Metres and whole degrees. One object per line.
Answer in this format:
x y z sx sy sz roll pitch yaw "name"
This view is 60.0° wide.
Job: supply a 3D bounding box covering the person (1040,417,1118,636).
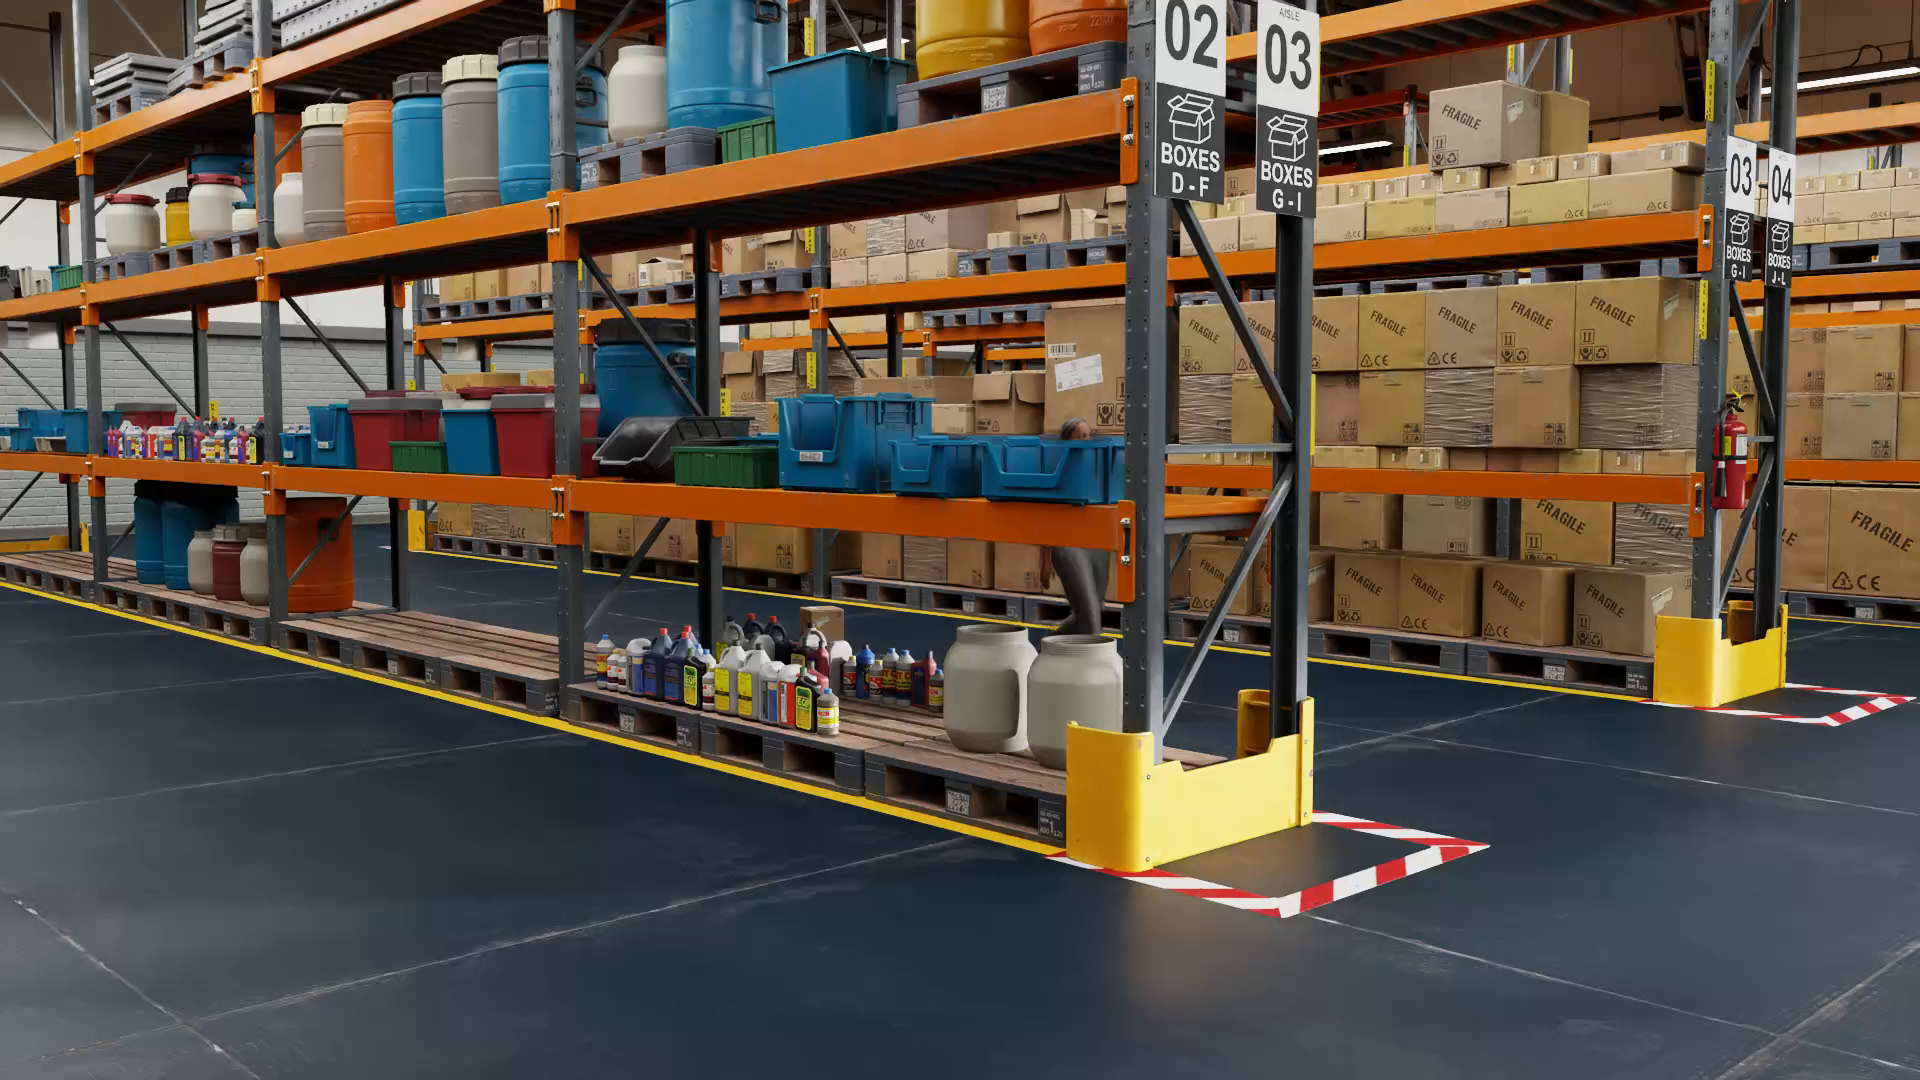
0.714 0.097 9.719 0.459 1.592 0.927 -3 5 -32 "person"
